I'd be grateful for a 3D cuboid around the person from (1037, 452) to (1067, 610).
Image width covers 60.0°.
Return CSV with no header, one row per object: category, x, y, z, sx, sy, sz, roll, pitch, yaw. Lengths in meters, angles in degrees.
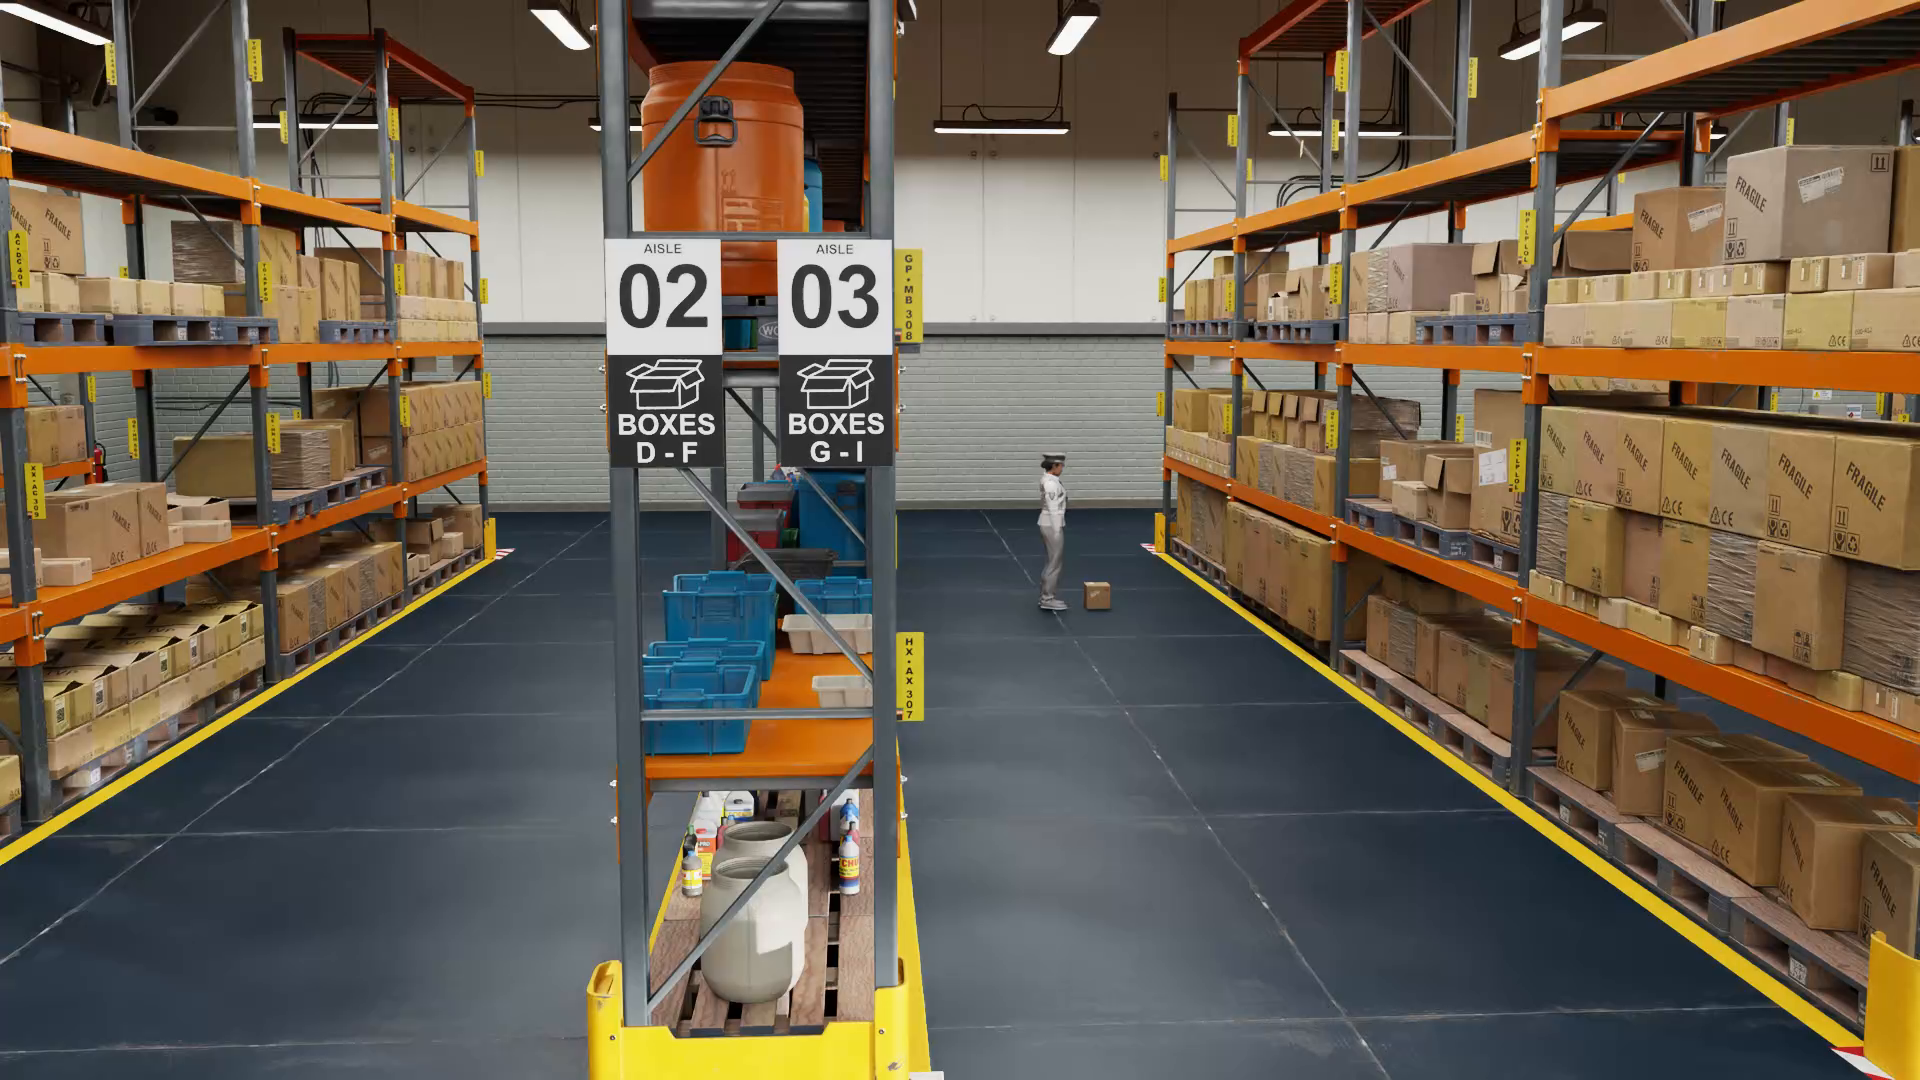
person,0.984,-0.101,17.614,0.327,1.662,0.471,0,7,-3
